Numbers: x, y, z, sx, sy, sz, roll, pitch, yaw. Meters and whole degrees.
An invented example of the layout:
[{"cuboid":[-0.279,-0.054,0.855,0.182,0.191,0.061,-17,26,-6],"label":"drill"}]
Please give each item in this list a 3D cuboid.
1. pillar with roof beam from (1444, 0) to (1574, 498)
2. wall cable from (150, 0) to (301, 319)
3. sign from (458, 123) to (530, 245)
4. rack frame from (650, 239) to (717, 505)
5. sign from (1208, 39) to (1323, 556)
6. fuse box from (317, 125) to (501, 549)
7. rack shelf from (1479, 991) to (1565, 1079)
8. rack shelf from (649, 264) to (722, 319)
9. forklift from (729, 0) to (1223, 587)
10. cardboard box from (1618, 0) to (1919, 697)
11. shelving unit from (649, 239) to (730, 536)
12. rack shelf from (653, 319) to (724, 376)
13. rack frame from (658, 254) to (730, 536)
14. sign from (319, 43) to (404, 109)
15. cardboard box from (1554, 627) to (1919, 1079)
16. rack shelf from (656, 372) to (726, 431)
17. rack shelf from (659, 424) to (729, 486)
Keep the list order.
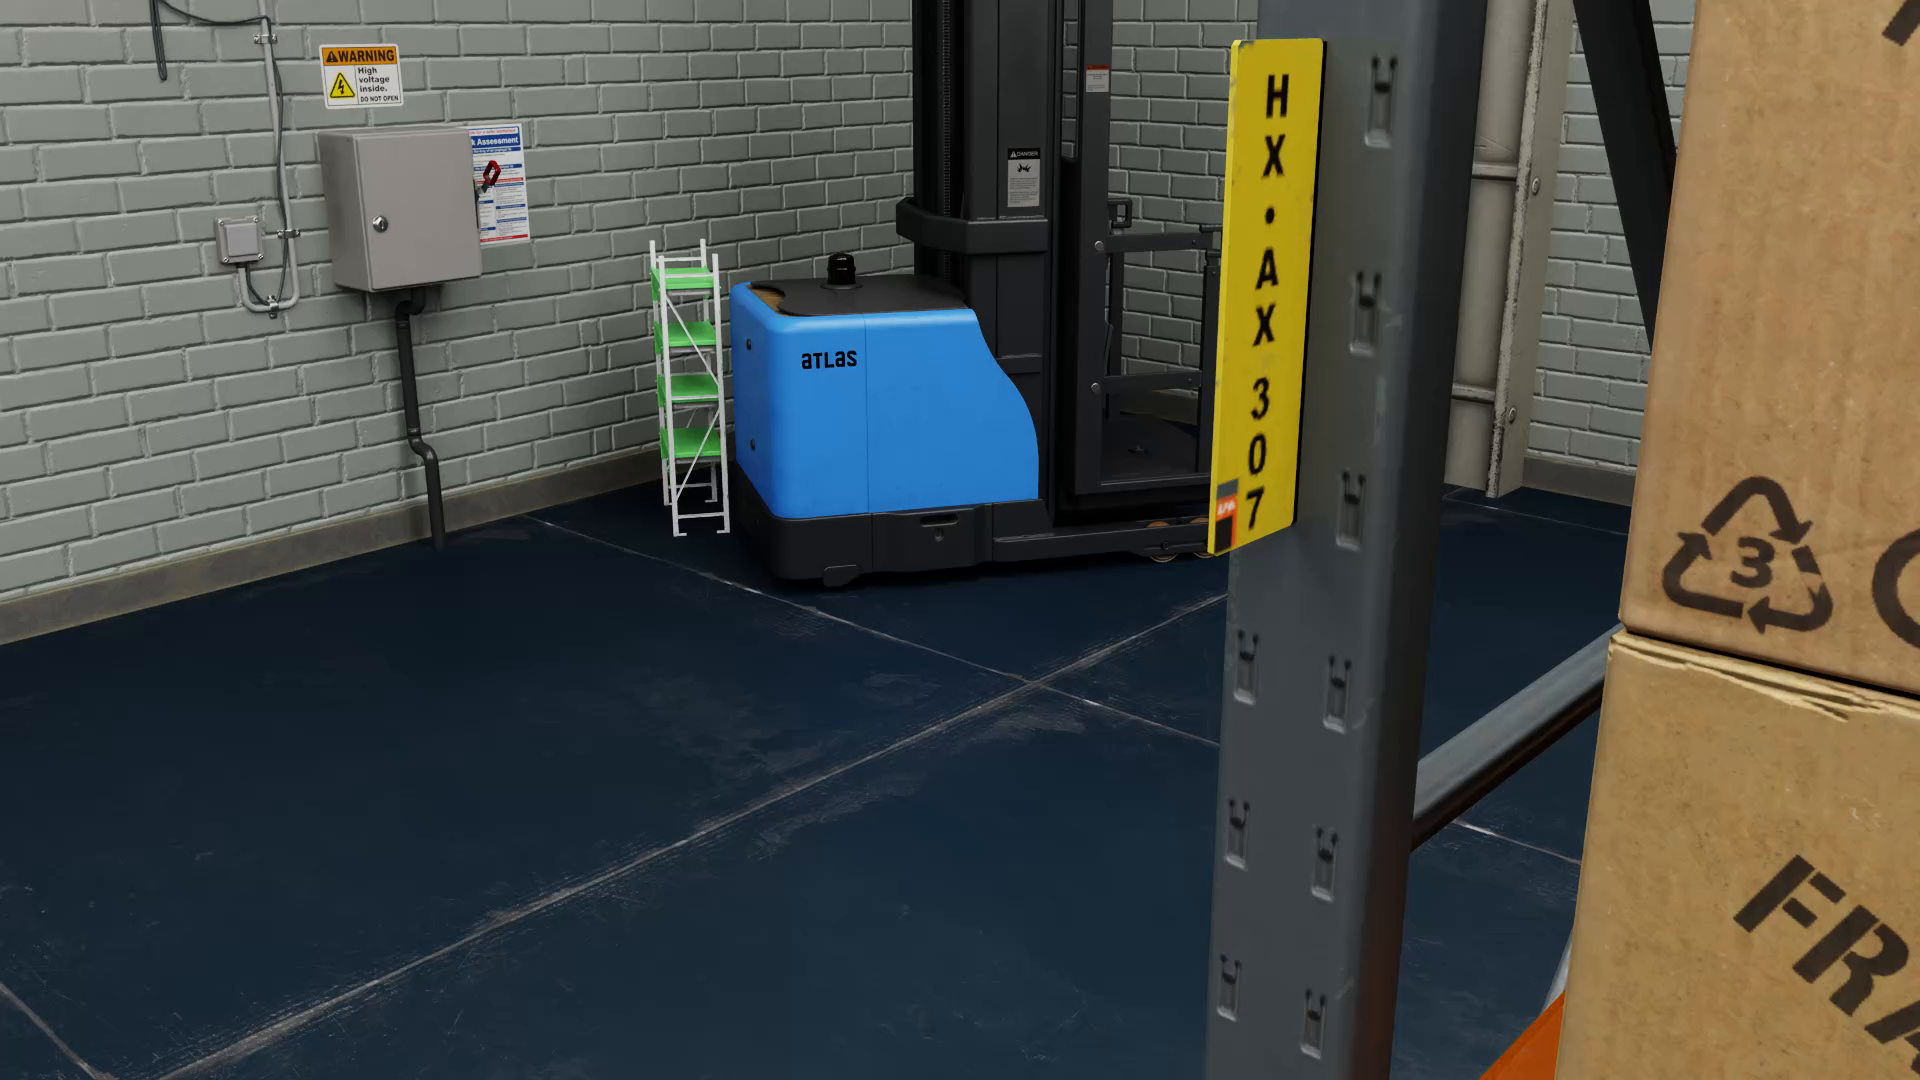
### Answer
[{"cuboid":[-0.413,-3.584,3.528,0.400,9.000,9.100,15,23,39],"label":"pillar with roof beam"},{"cuboid":[-2.730,-1.764,6.030,0.122,1.984,0.588,15,23,39],"label":"wall cable"},{"cuboid":[-1.986,-1.510,7.068,0.001,0.494,0.329,15,23,39],"label":"sign"},{"cuboid":[-1.238,-0.742,7.466,0.240,1.200,0.015,-4,18,-14],"label":"rack frame"},{"cuboid":[0.198,-0.155,1.080,0.005,0.325,0.100,15,23,39],"label":"sign"},{"cuboid":[-2.159,-0.788,6.766,0.414,1.711,0.539,15,23,39],"label":"fuse box"},{"cuboid":[2.067,0.915,0.458,4.000,0.370,1.077,15,23,39],"label":"rack shelf"},{"cuboid":[-1.178,-1.067,7.114,0.258,0.148,0.480,-4,18,-14],"label":"rack shelf"},{"cuboid":[0.596,-1.451,6.840,3.031,2.935,1.130,-5,18,-16],"label":"forklift"},{"cuboid":[0.741,-0.193,0.942,0.500,0.500,0.500,14,23,38],"label":"cardboard box"},{"cuboid":[-1.178,-0.670,7.240,0.258,1.200,0.503,-4,18,-14],"label":"shelving unit"},{"cuboid":[-1.178,-0.838,7.187,0.258,0.148,0.480,-4,18,-14],"label":"rack shelf"},{"cuboid":[-1.117,-0.599,7.015,0.240,1.200,0.015,-4,18,-14],"label":"rack frame"},{"cuboid":[-2.350,-1.825,6.538,0.001,0.242,0.339,15,23,39],"label":"sign"},{"cuboid":[0.739,0.284,1.091,0.500,0.500,0.500,15,23,39],"label":"cardboard box"},{"cuboid":[-1.178,-0.609,7.260,0.258,0.148,0.480,-4,18,-14],"label":"rack shelf"},{"cuboid":[-1.178,-0.381,7.332,0.258,0.148,0.480,-4,18,-14],"label":"rack shelf"}]
